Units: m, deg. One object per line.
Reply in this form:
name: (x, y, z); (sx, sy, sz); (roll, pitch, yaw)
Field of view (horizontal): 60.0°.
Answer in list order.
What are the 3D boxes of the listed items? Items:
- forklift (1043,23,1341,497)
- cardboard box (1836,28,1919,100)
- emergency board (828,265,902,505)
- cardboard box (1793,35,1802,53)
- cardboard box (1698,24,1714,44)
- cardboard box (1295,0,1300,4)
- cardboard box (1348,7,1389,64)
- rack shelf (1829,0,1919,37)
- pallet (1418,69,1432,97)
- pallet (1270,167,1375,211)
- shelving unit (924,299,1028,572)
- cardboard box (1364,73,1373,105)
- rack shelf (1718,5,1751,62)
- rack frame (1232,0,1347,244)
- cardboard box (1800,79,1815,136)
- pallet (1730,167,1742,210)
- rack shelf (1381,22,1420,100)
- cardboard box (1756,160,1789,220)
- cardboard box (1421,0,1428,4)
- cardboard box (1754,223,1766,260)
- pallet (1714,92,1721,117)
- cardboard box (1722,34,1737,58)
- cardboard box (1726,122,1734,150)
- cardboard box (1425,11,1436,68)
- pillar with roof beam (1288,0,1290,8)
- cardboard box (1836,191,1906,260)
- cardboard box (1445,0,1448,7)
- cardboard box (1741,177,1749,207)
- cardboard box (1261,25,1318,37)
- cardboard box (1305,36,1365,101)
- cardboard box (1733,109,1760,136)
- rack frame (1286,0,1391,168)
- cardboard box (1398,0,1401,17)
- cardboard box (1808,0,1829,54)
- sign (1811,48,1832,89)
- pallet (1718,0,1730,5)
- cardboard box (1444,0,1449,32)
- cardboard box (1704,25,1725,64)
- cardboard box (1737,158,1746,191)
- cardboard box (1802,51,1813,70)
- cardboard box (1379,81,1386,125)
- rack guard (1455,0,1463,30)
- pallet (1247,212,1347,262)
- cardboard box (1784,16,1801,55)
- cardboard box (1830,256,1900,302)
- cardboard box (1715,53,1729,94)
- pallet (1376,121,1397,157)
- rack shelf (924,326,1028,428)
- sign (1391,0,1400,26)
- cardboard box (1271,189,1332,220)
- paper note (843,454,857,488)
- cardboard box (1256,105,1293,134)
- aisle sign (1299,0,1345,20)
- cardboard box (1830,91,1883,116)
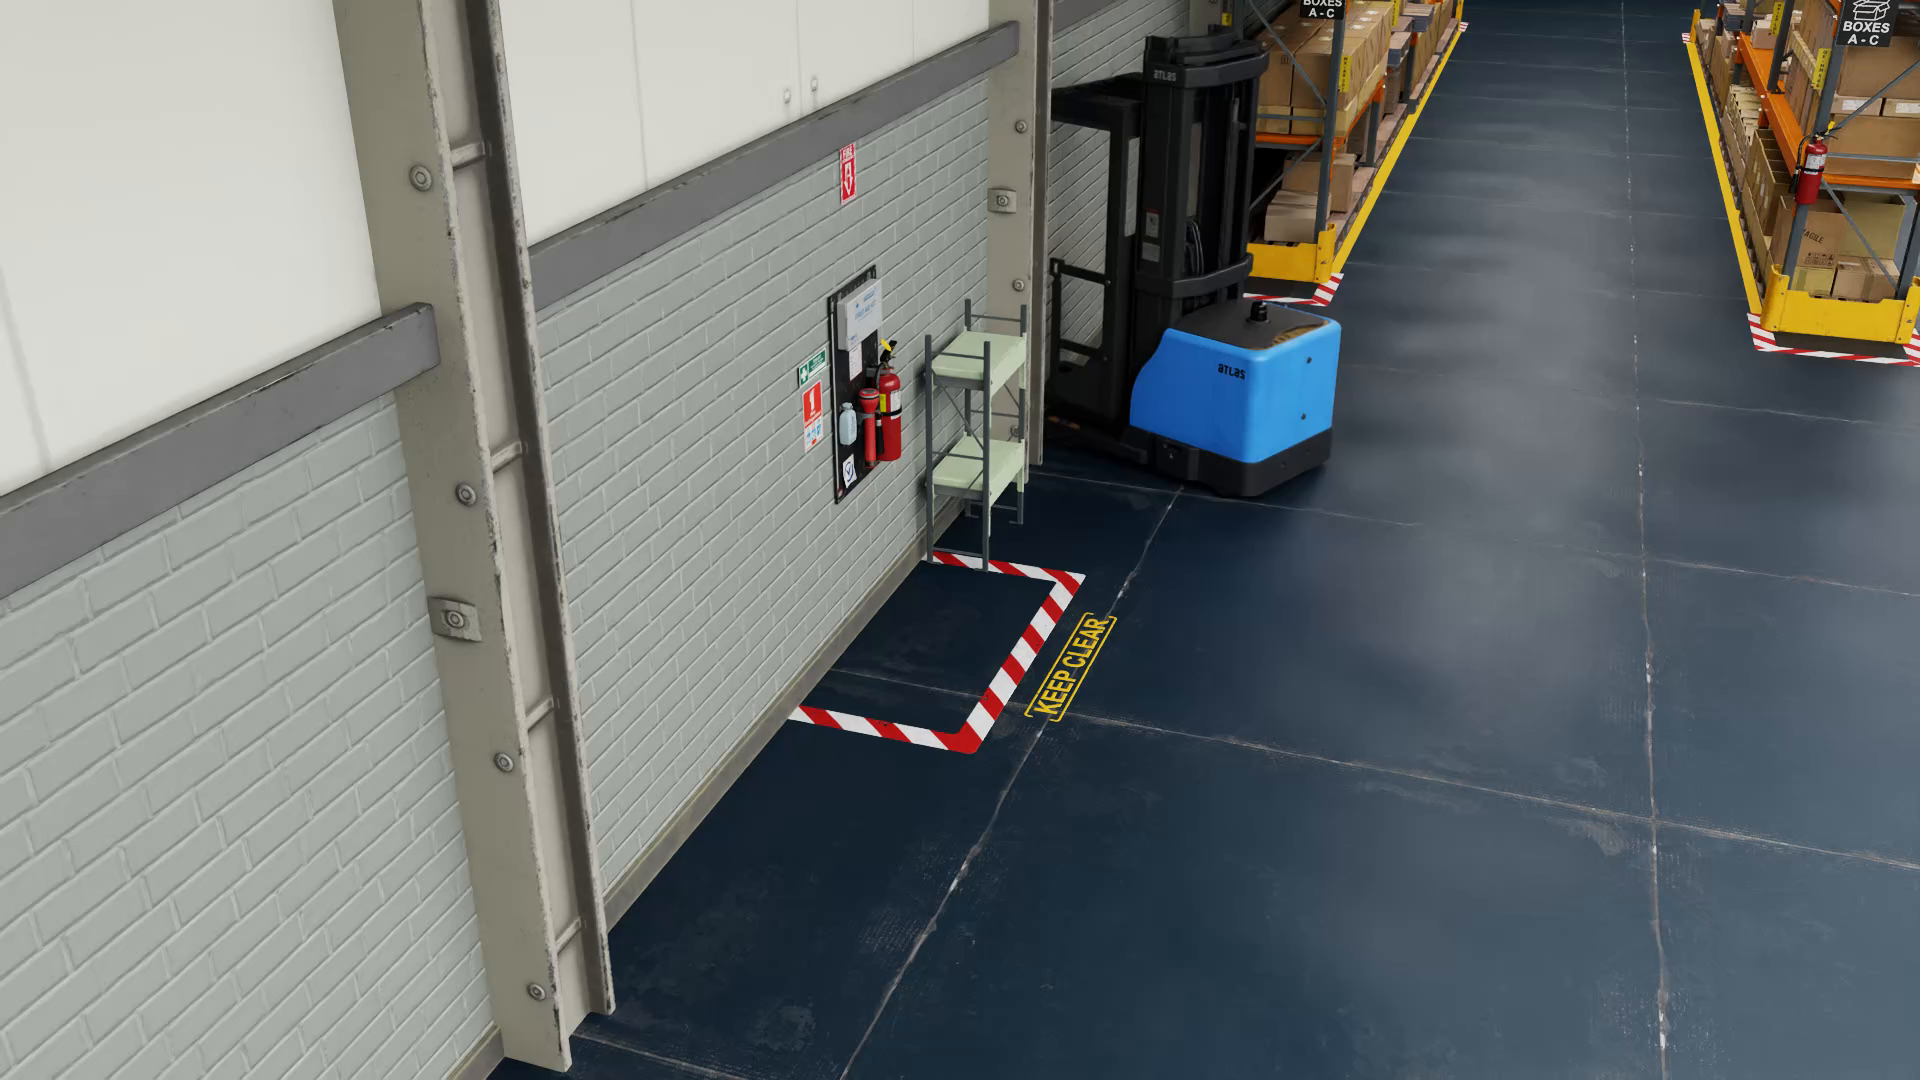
forklift: (1.223, -2.150, 11.827); (3.031, 2.935, 1.130); (23, 34, 39)
cardboard box: (7.817, -4.023, 14.014); (0.700, 0.500, 0.500); (9, 27, 18)
emergency board: (-0.478, -0.837, 9.037); (0.194, 1.169, 0.643); (9, 27, 17)
cardboard box: (8.608, -4.978, 16.730); (0.380, 0.149, 0.250); (9, 27, 18)
cardboard box: (12.175, -8.125, 26.740); (0.500, 0.250, 0.500); (9, 27, 17)
cardboard box: (3.937, -5.660, 18.286); (0.500, 0.500, 0.500); (8, 27, 16)
cardboard box: (4.264, -5.377, 17.703); (0.500, 0.500, 0.500); (9, 27, 17)
rack shelf: (8.298, -5.031, 15.082); (1.077, 0.370, 4.000); (9, 27, 17)
pallet: (6.363, -6.745, 24.438); (1.003, 0.211, 1.213); (9, 27, 17)
pallet: (4.100, -4.007, 18.784); (1.003, 0.211, 1.213); (9, 27, 17)
shelving unit: (0.104, -0.657, 10.387); (0.431, 1.500, 0.755); (9, 27, 17)
cardboard box: (3.926, -4.627, 17.013); (0.500, 0.250, 0.500); (9, 27, 18)
rack shelf: (10.960, -6.968, 22.526); (1.077, 0.370, 4.000); (9, 27, 17)
rack frame: (2.960, -3.900, 15.362); (1.000, 3.000, 0.127); (9, 27, 17)
cardboard box: (8.312, -4.054, 15.567); (0.700, 0.500, 0.500); (10, 27, 19)
pallet: (9.172, -3.880, 18.521); (1.003, 0.211, 1.213); (9, 27, 17)
rack shelf: (4.956, -6.042, 20.611); (1.077, 0.370, 4.000); (9, 27, 17)
cardboard box: (8.017, -3.354, 16.047); (0.500, 0.500, 0.500); (9, 27, 17)
cardboard box: (6.210, -7.384, 22.824); (0.380, 0.149, 0.250); (10, 27, 19)
cardboard box: (7.852, -2.810, 15.786); (0.500, 0.250, 0.500); (9, 27, 17)
pallet: (10.986, -6.016, 22.934); (1.003, 0.211, 1.213); (9, 27, 17)
cardboard box: (10.735, -6.744, 22.740); (0.500, 0.250, 0.500); (8, 27, 16)
cardboard box: (9.509, -4.828, 19.953); (0.500, 0.250, 0.500); (8, 27, 16)
cardboard box: (6.566, -7.401, 24.578); (0.750, 0.750, 0.750); (10, 27, 19)
pillar with roof beam: (8.433, -8.854, 18.711); (9.100, 9.000, 0.400); (9, 27, 17)
cardboard box: (8.185, -2.866, 15.039); (0.500, 0.500, 0.500); (9, 27, 17)
cardboard box: (7.758, -8.808, 27.142); (0.380, 0.149, 0.250); (8, 27, 16)
cardboard box: (8.523, -3.631, 17.481); (0.500, 0.250, 0.500); (9, 27, 17)
cardboard box: (3.261, -4.822, 16.555); (0.500, 0.500, 0.500); (8, 27, 16)
cardboard box: (3.576, -4.533, 15.959); (0.500, 0.500, 0.500); (9, 27, 18)
cardboard box: (9.334, -4.864, 19.383); (0.500, 0.311, 0.500); (8, 27, 17)
rack frame: (4.291, -5.543, 18.757); (1.000, 3.000, 0.127); (9, 27, 17)
cardboard box: (5.081, -6.720, 20.568); (0.700, 0.500, 0.500); (9, 27, 17)
cardboard box: (8.487, -4.859, 15.739); (0.700, 0.500, 0.500); (9, 27, 17)
sign: (7.125, -3.895, 13.752); (0.100, 0.325, 0.005); (9, 27, 17)
pallet: (11.257, -7.715, 23.463); (1.003, 0.211, 1.213); (9, 27, 17)
cardboard box: (7.812, -8.824, 27.919); (0.700, 0.500, 0.500); (8, 27, 16)
cardboard box: (11.547, -7.462, 25.084); (0.500, 0.500, 0.500); (9, 27, 17)
cardboard box: (8.828, -3.990, 18.223); (0.500, 0.250, 0.500); (8, 27, 17)
cardboard box: (8.266, -4.551, 15.848); (0.380, 0.149, 0.250); (8, 27, 16)
cardboard box: (5.012, -5.554, 21.142); (0.700, 0.500, 0.500); (9, 27, 17)
rack guard: (8.292, -9.360, 29.507); (1.175, 0.500, 0.348); (9, 27, 17)
pallet: (3.289, -3.005, 16.713); (1.003, 0.211, 1.213); (9, 27, 17)
cardboard box: (9.576, -5.607, 18.774); (0.500, 0.500, 0.500); (9, 27, 18)
cardboard box: (8.020, -2.322, 14.778); (0.500, 0.250, 0.500); (9, 27, 17)
cardboard box: (10.725, -6.391, 22.871); (0.500, 0.500, 0.500); (8, 27, 15)
pallet: (4.953, -5.112, 21.065); (1.003, 0.211, 1.213); (9, 27, 17)
rack shelf: (0.104, -1.009, 10.217); (0.431, 0.370, 0.720); (9, 27, 17)
sign: (4.805, -5.858, 18.412); (0.100, 0.325, 0.005); (9, 27, 17)
cardboard box: (3.464, -3.393, 16.896); (0.500, 0.311, 0.500); (11, 28, 22)
paper note: (-0.602, -0.378, 9.099); (0.016, 0.148, 0.142); (9, 27, 17)
cardboard box: (2.932, -4.061, 15.845); (0.500, 0.250, 0.500); (9, 27, 18)
aisle sign: (3.218, -4.997, 14.645); (0.394, 0.787, 0.004); (9, 27, 17)
cardboard box: (7.580, -3.704, 14.100); (0.380, 0.149, 0.250); (8, 27, 17)
